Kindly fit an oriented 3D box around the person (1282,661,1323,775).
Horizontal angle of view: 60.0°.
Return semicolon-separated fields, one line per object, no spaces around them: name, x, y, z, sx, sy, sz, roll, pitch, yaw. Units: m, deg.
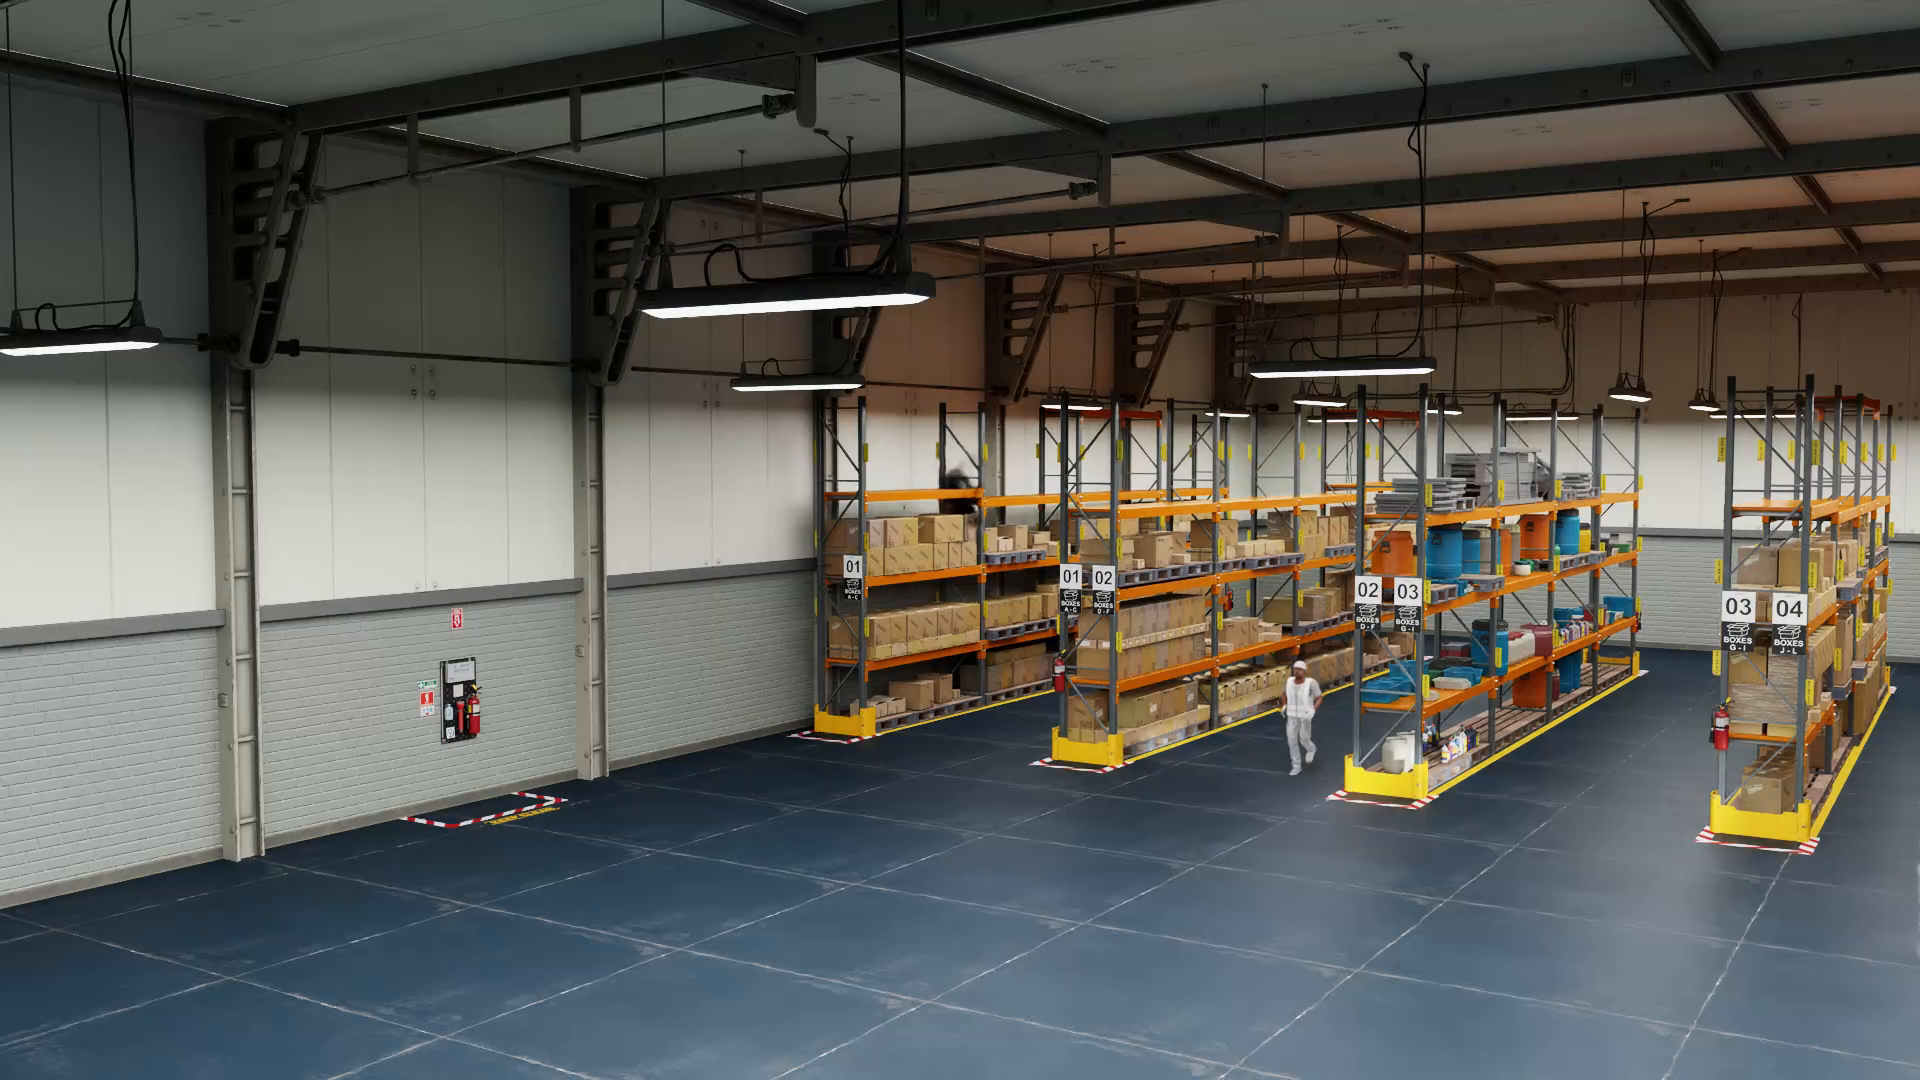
person;5.363;2.767;26.114;0.690;1.762;0.772;2;3;30
